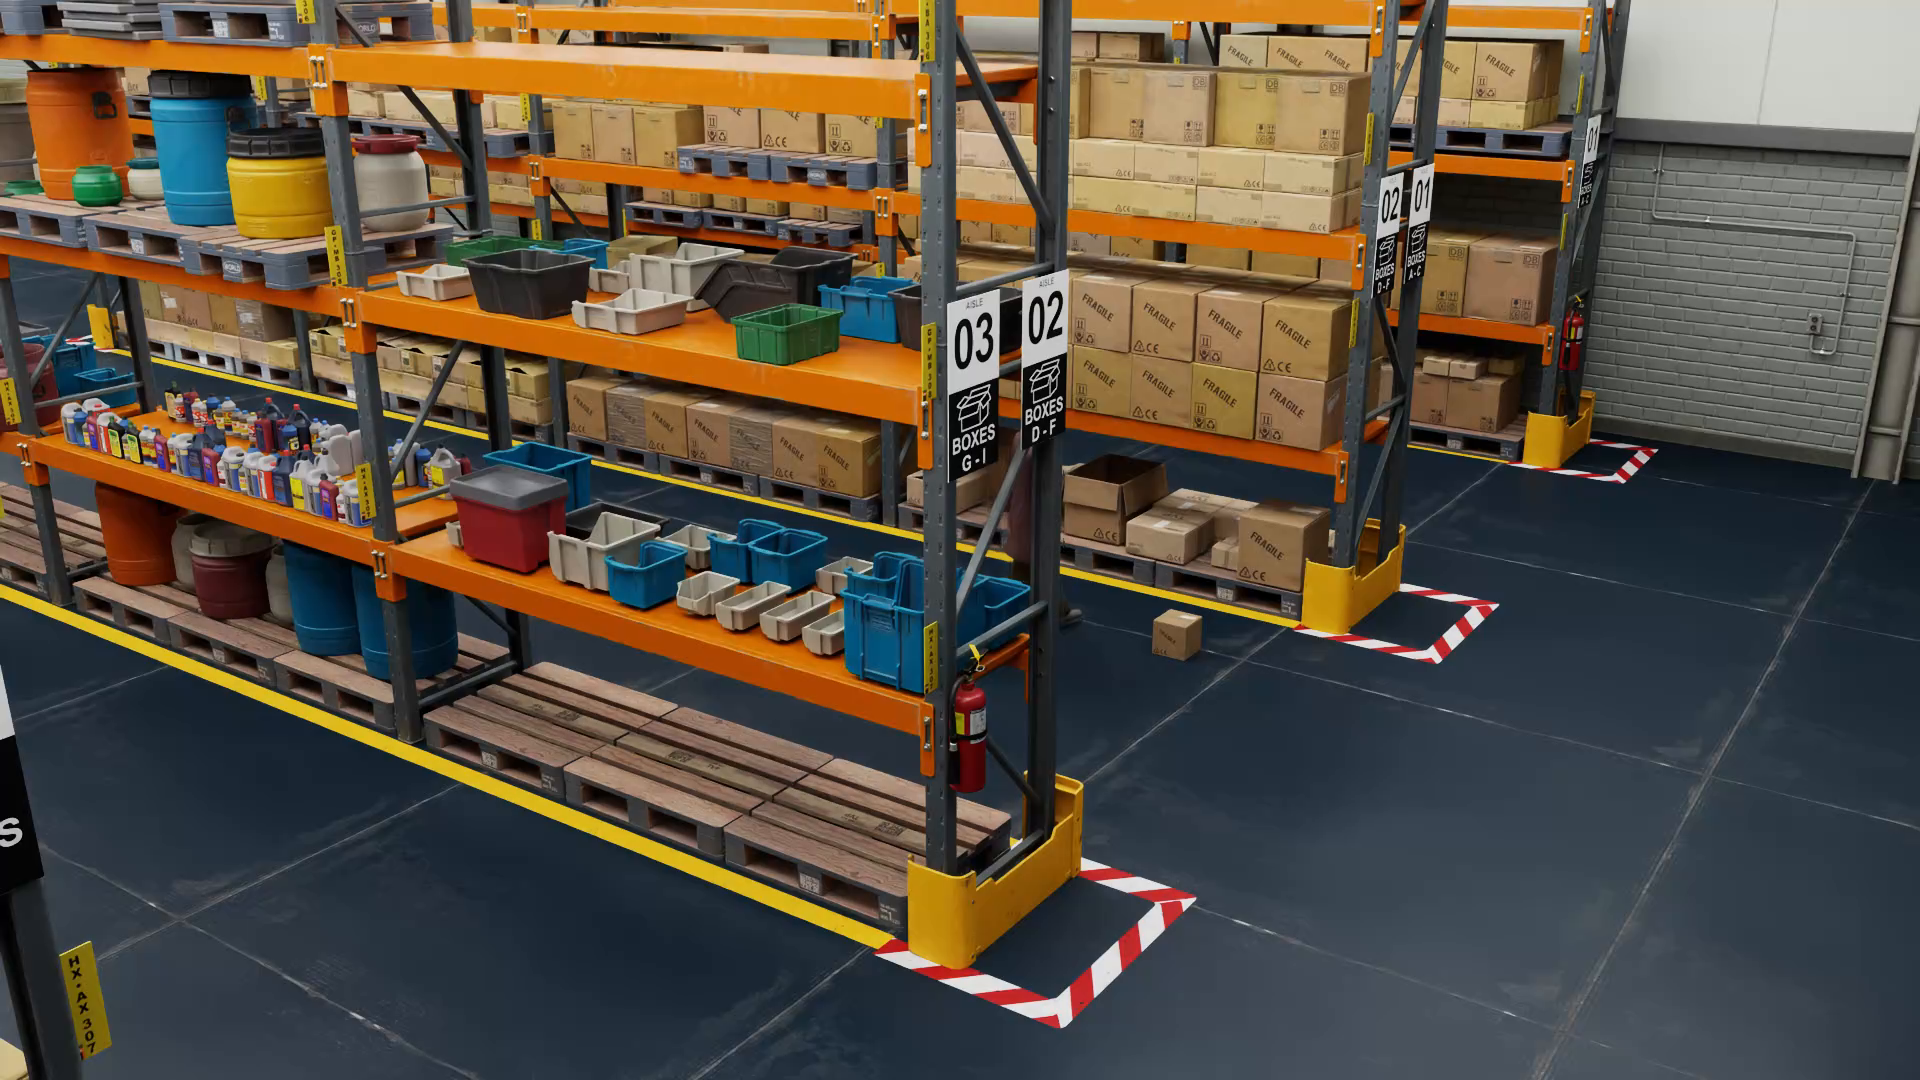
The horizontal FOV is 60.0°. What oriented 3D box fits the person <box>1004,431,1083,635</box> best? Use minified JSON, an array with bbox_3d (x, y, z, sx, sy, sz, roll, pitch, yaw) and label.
[{"bbox_3d":[0.566,-0.121,11.388,0.844,1.752,0.636,-6,20,-16],"label":"person"}]
